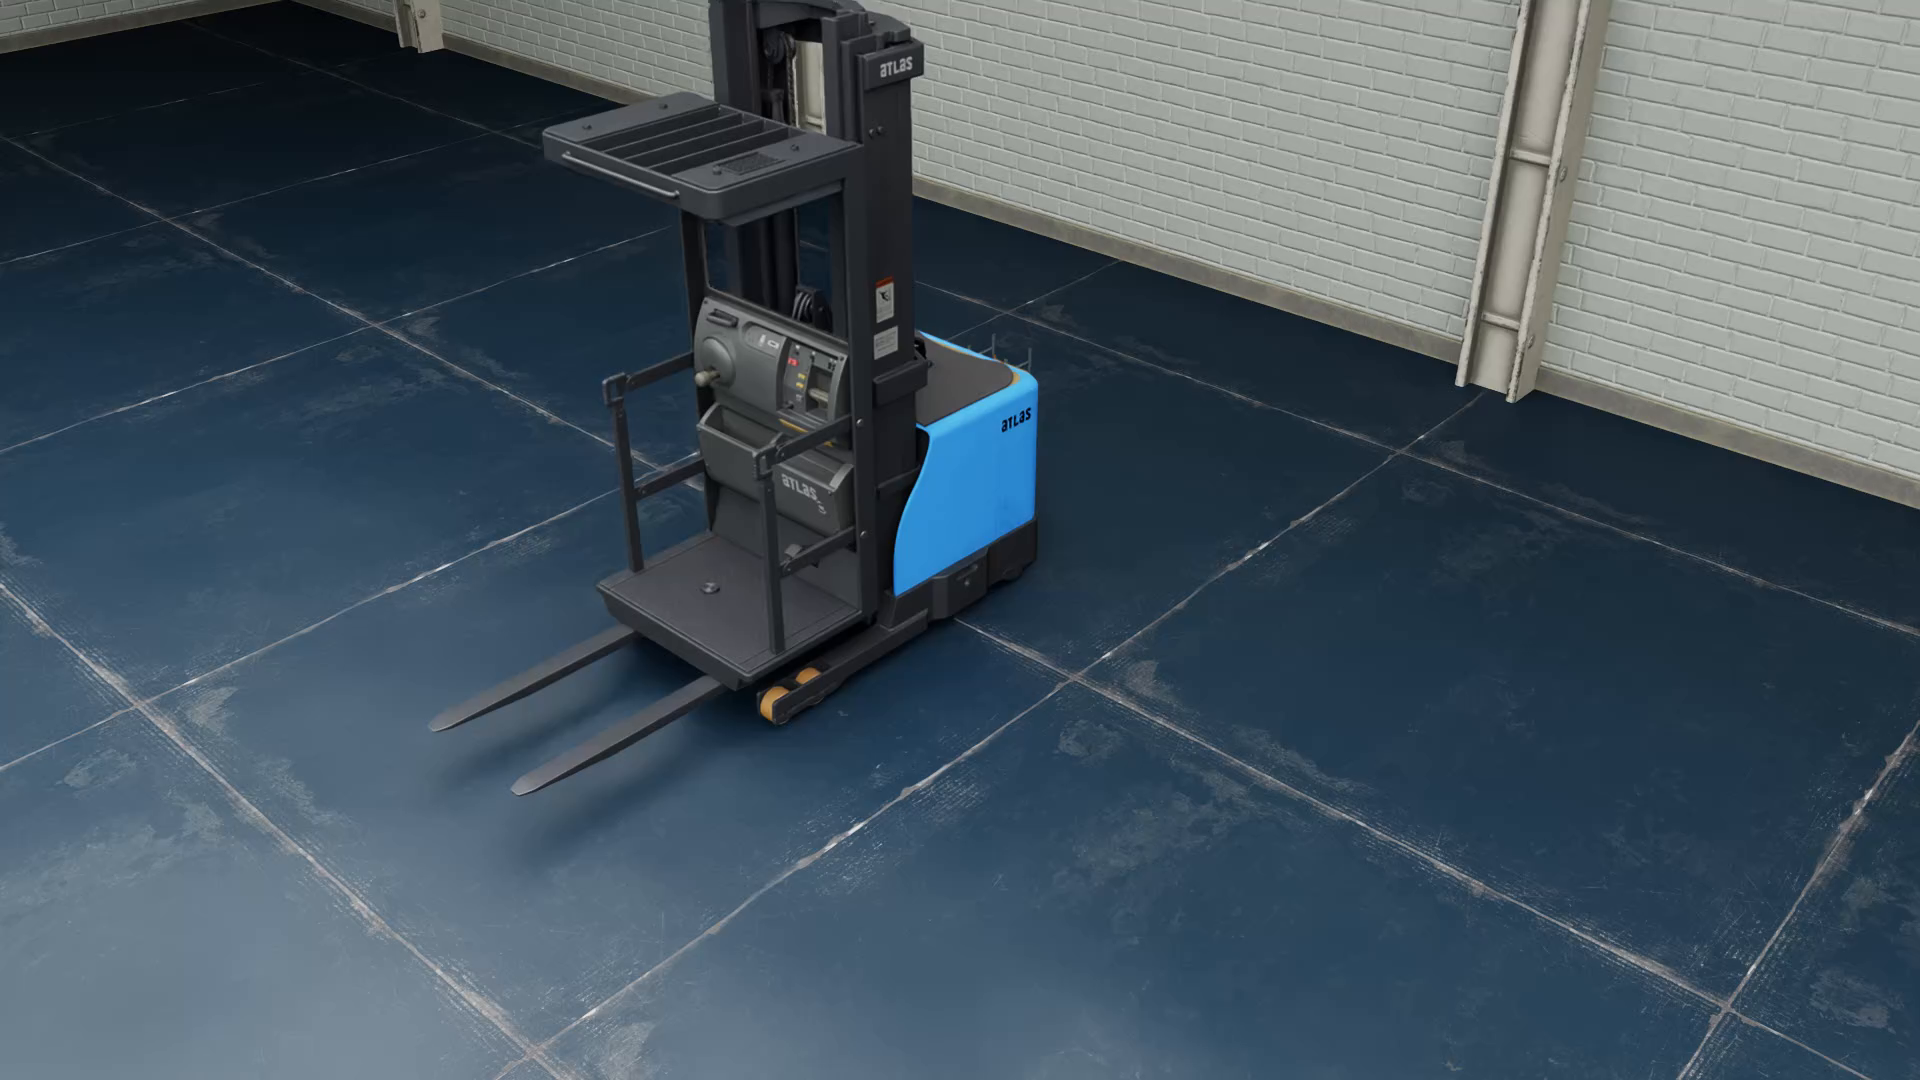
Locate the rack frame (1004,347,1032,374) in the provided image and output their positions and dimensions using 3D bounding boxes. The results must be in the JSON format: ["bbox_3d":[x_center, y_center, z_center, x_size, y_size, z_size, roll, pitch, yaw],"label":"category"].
[{"bbox_3d":[0.287,-0.477,8.524,0.008,1.050,0.200,26,39,36],"label":"rack frame"}]

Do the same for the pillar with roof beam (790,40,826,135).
[{"bbox_3d":[-4.006,-5.246,8.739,0.400,9.000,9.100,25,39,35],"label":"pillar with roof beam"}]

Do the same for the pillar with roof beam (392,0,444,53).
[{"bbox_3d":[-8.455,-7.322,12.188,0.400,9.000,9.100,25,39,35],"label":"pillar with roof beam"}]

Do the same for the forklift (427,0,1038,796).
[{"bbox_3d":[-0.977,-0.735,7.129,1.130,2.935,3.031,26,39,36],"label":"forklift"}]

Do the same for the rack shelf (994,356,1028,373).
[{"bbox_3d":[0.198,-0.754,8.454,0.240,0.259,0.215,26,39,36],"label":"rack shelf"}]

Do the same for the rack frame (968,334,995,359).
[{"bbox_3d":[0.108,-0.562,8.666,0.008,1.050,0.200,26,39,36],"label":"rack frame"}]

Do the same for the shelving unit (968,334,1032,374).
[{"bbox_3d":[0.198,-0.519,8.595,0.252,1.050,0.215,26,39,36],"label":"shelving unit"}]

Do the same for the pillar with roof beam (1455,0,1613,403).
[{"bbox_3d":[0.442,-3.169,5.290,0.400,9.000,9.100,25,39,35],"label":"pillar with roof beam"}]
